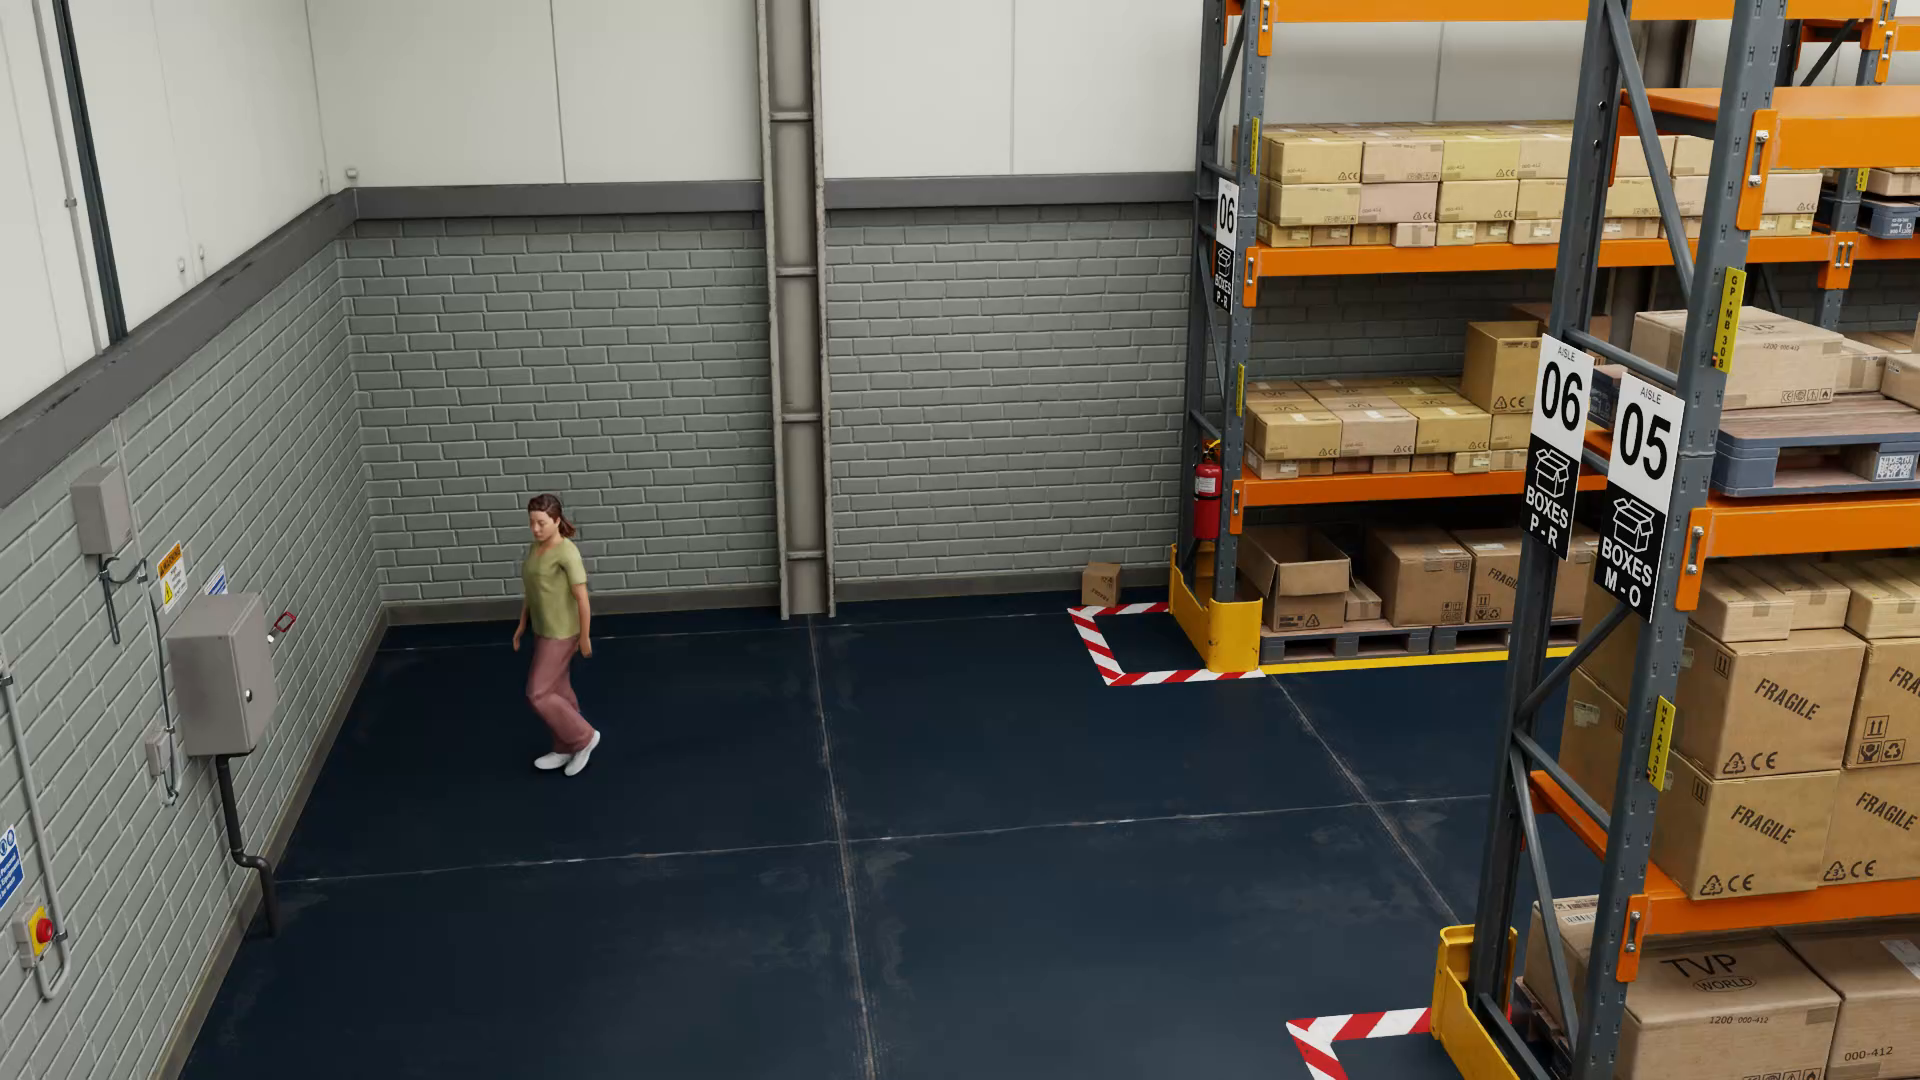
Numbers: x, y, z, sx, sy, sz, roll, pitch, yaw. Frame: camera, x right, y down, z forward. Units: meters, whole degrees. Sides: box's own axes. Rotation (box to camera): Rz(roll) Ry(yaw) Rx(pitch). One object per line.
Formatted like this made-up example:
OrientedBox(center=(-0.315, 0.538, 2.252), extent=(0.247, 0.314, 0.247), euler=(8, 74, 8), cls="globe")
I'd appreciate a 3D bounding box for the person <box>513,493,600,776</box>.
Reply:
OrientedBox(center=(-2.351, 0.525, 9.529), extent=(0.437, 1.634, 0.464), euler=(-13, 24, -32), cls="person")
